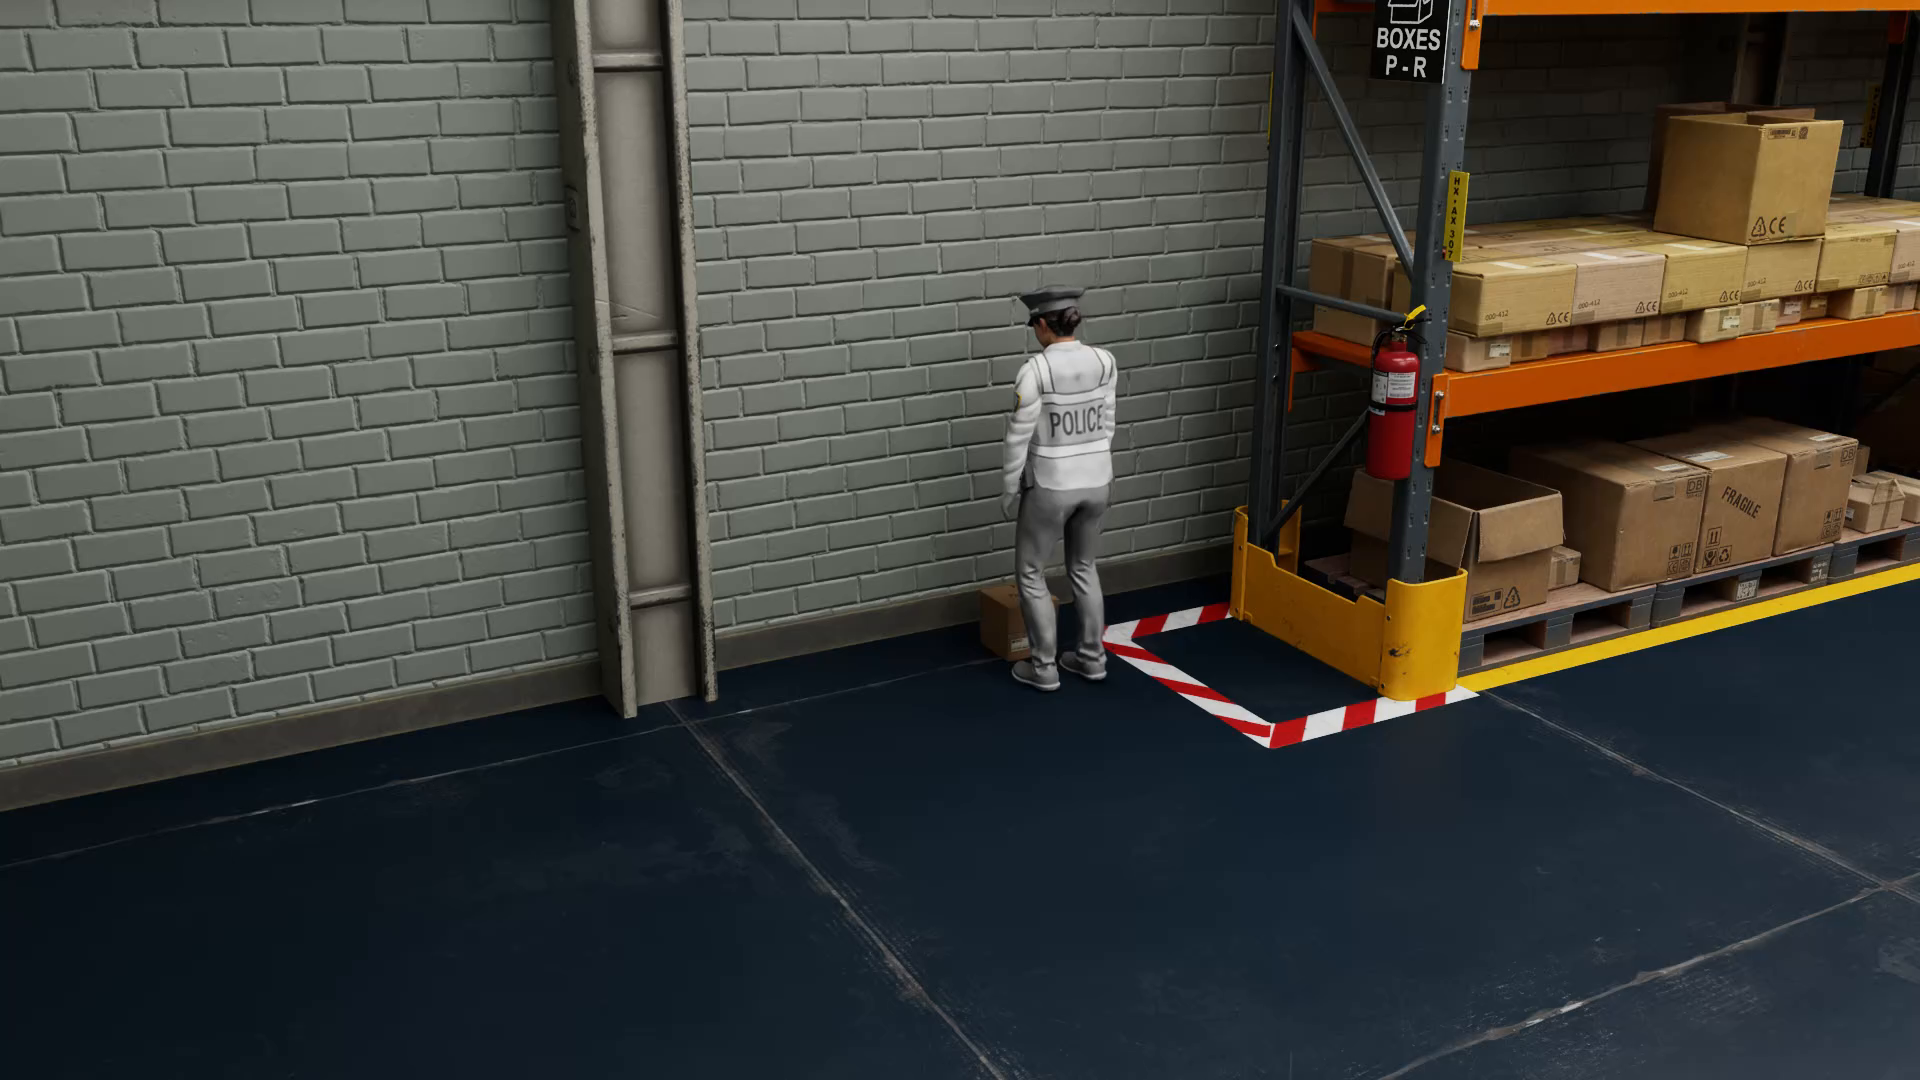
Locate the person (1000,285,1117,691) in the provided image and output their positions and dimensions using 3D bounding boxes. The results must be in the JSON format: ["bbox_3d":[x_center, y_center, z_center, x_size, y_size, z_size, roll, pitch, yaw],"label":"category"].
[{"bbox_3d":[0.391,-0.197,6.687,0.485,1.653,0.381,-9,21,-25],"label":"person"}]
